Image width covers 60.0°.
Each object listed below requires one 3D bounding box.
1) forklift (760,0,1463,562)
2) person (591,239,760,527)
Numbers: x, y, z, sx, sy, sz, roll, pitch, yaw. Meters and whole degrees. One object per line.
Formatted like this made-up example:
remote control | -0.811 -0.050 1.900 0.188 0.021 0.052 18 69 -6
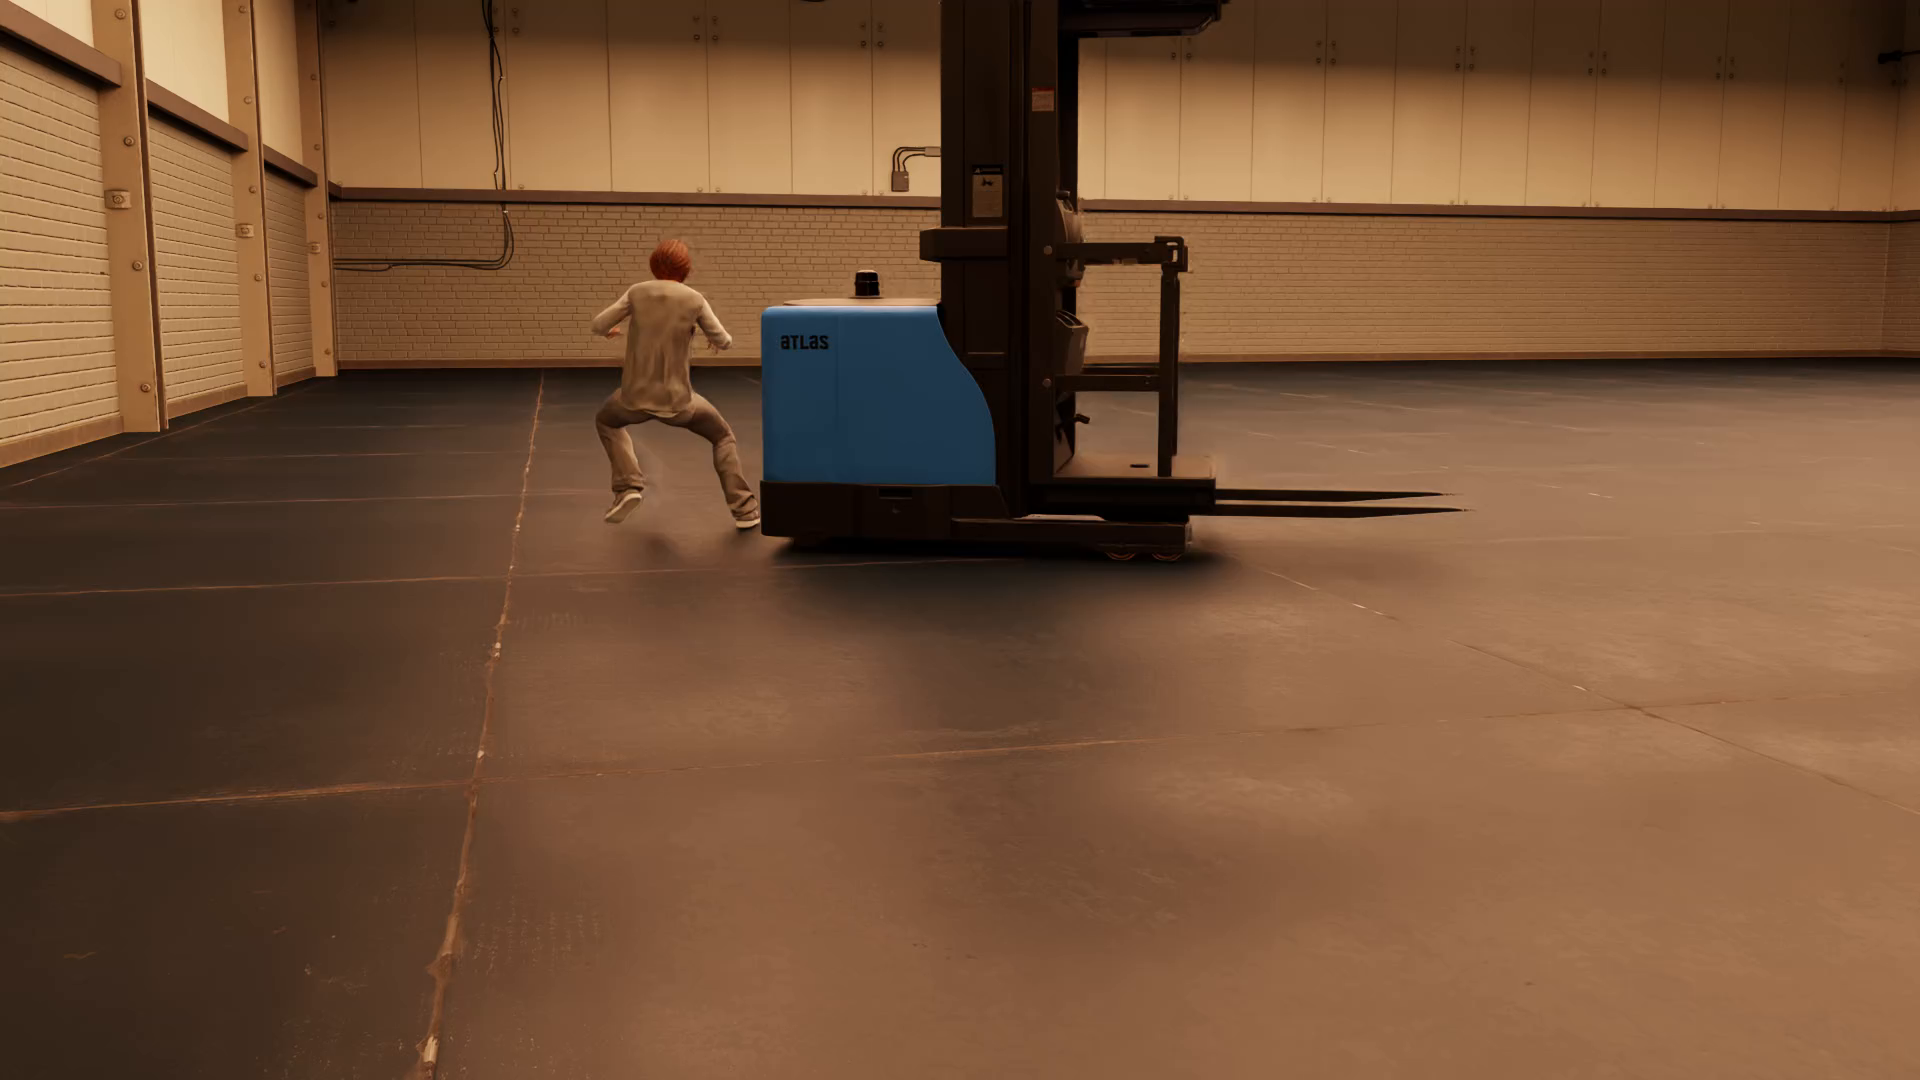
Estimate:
forklift | 0.677 -1.437 7.401 3.031 2.935 1.130 1 8 9
person | -1.387 -0.750 8.042 0.796 1.379 0.683 0 8 0
